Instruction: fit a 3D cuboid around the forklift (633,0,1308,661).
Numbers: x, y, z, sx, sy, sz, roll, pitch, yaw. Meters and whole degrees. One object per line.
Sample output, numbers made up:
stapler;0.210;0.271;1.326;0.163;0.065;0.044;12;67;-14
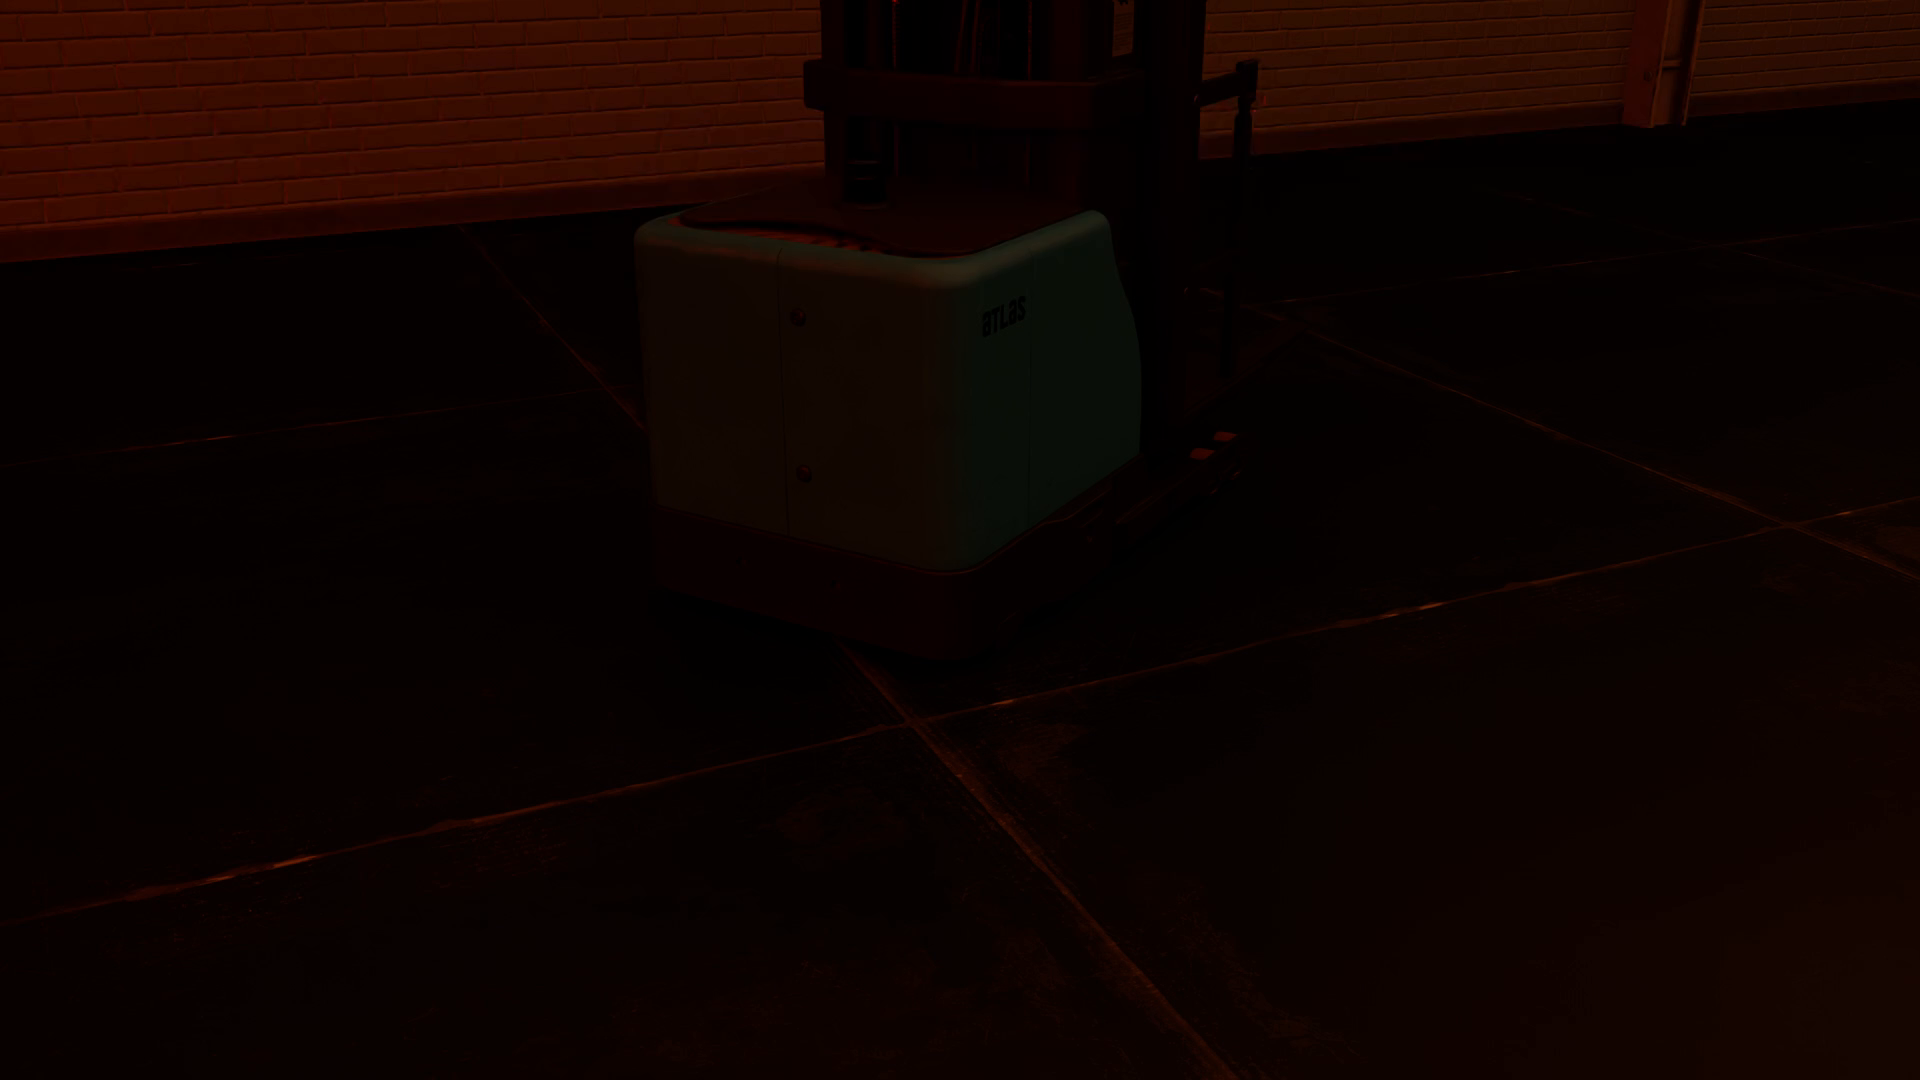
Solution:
forklift;0.320;-1.570;5.065;1.130;2.935;3.031;13;26;28
